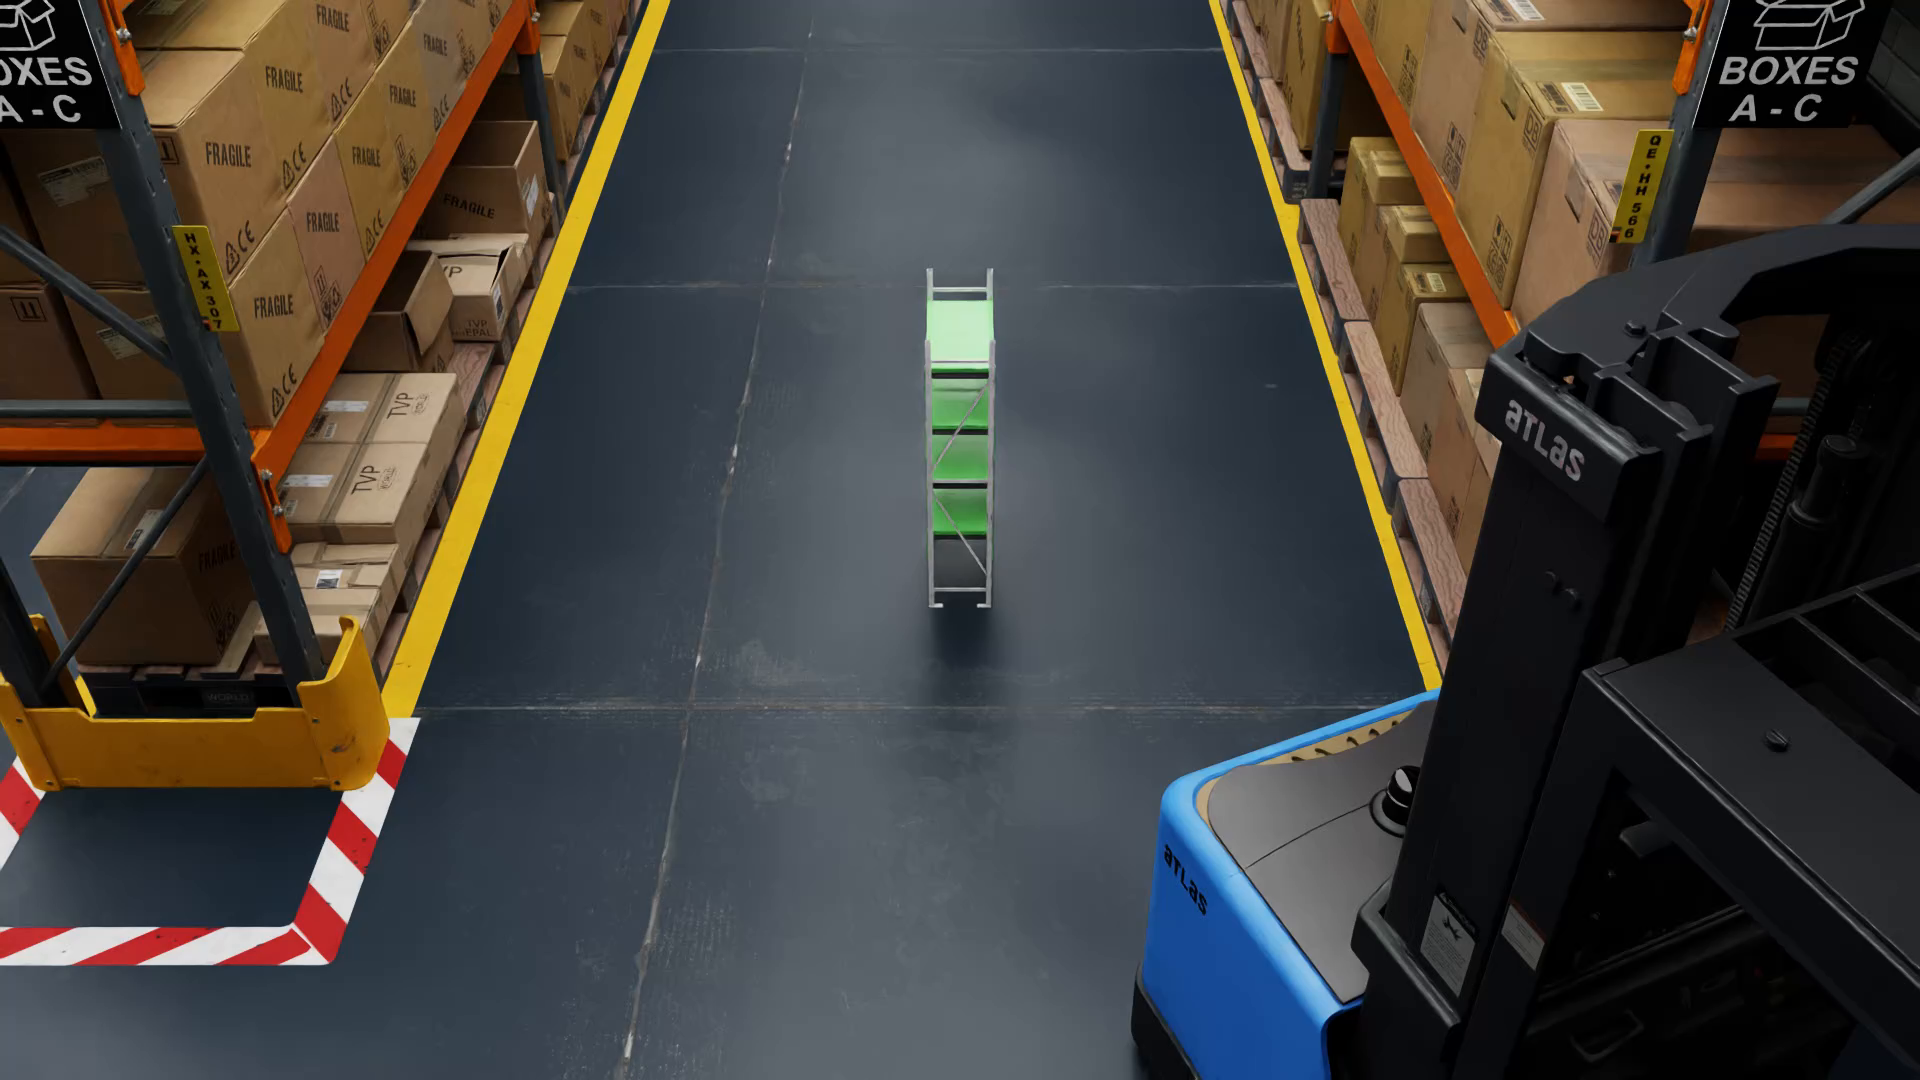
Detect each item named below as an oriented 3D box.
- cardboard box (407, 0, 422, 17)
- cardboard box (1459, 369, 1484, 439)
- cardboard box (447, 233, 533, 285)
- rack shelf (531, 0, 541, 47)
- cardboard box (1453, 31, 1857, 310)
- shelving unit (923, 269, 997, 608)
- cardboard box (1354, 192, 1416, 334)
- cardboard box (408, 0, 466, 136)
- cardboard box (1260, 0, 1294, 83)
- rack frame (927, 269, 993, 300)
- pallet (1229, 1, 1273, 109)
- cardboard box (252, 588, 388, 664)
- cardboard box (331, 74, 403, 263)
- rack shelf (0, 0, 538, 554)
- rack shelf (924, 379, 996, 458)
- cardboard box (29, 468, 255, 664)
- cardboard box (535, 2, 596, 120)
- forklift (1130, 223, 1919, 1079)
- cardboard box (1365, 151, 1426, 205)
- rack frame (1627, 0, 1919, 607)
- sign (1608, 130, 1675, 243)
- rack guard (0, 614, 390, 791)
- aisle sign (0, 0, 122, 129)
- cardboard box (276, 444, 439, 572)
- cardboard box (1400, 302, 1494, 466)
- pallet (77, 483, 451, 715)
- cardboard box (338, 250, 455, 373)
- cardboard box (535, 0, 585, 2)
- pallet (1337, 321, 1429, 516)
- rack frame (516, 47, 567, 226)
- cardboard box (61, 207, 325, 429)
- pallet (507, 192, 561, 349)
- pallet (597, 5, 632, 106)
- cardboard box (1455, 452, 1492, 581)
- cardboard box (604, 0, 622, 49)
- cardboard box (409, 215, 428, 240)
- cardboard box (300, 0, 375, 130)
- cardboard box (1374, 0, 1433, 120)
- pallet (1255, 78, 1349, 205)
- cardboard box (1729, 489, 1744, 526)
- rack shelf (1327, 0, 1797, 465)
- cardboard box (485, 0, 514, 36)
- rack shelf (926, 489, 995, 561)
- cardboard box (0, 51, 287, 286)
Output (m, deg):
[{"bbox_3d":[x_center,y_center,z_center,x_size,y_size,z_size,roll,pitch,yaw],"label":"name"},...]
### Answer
[{"bbox_3d":[-2.348,-2.353,6.408,0.500,0.500,0.500,0,39,0],"label":"cardboard box"},{"bbox_3d":[2.063,-0.499,6.118,0.380,0.149,0.250,1,39,1],"label":"cardboard box"},{"bbox_3d":[-2.267,-1.344,7.956,0.380,0.149,0.250,0,39,0],"label":"cardboard box"},{"bbox_3d":[-2.614,-3.845,9.724,1.077,0.370,4.000,0,39,0],"label":"rack shelf"},{"bbox_3d":[2.324,-1.270,5.697,0.980,0.700,0.700,0,39,0],"label":"cardboard box"},{"bbox_3d":[0.000,-0.365,6.246,0.258,1.200,0.503,0,39,0],"label":"shelving unit"},{"bbox_3d":[2.238,-1.287,7.621,0.700,0.500,0.500,0,39,-1],"label":"cardboard box"},{"bbox_3d":[-2.350,-1.958,6.715,0.500,0.500,0.500,1,39,1],"label":"cardboard box"},{"bbox_3d":[2.207,-3.168,9.688,0.750,0.750,0.750,1,39,1],"label":"cardboard box"},{"bbox_3d":[0.000,-0.517,6.436,0.240,1.200,0.015,0,39,0],"label":"rack frame"},{"bbox_3d":[2.262,-3.040,10.375,1.003,0.211,1.213,0,39,0],"label":"pallet"},{"bbox_3d":[-2.264,0.305,5.898,0.380,0.149,0.250,0,39,0],"label":"cardboard box"},{"bbox_3d":[-2.347,-1.327,5.927,0.500,0.500,0.500,0,39,0],"label":"cardboard box"},{"bbox_3d":[-2.609,-1.344,6.603,1.077,0.370,4.000,0,39,0],"label":"rack shelf"},{"bbox_3d":[0.000,-0.502,6.135,0.258,0.148,0.480,0,39,0],"label":"rack shelf"},{"bbox_3d":[-2.854,0.090,5.886,0.500,0.500,0.500,0,39,0],"label":"cardboard box"},{"bbox_3d":[-2.380,-2.707,9.377,0.500,0.500,0.500,0,39,1],"label":"cardboard box"},{"bbox_3d":[1.562,1.035,3.115,1.130,2.935,3.031,-16,41,-19],"label":"forklift"},{"bbox_3d":[2.058,-1.640,7.543,0.380,0.149,0.250,1,39,1],"label":"cardboard box"},{"bbox_3d":[2.347,-0.379,4.825,1.000,3.000,0.127,0,39,0],"label":"rack frame"},{"bbox_3d":[1.804,-0.932,4.399,0.100,0.325,0.005,0,39,0],"label":"sign"},{"bbox_3d":[-2.607,0.554,5.658,1.175,0.500,0.348,0,39,0],"label":"rack guard"},{"bbox_3d":[-2.313,-1.346,3.952,0.394,0.787,0.004,0,39,0],"label":"aisle sign"},{"bbox_3d":[-2.324,-0.125,6.354,0.500,0.250,0.500,0,39,0],"label":"cardboard box"},{"bbox_3d":[2.244,-0.633,6.804,0.700,0.500,0.500,-1,39,-2],"label":"cardboard box"},{"bbox_3d":[-2.609,0.169,6.371,1.003,0.211,1.213,0,39,0],"label":"pallet"},{"bbox_3d":[-2.604,-0.898,7.116,0.797,0.503,0.637,0,39,0],"label":"cardboard box"},{"bbox_3d":[-2.370,-3.292,9.506,0.500,0.250,0.500,0,39,0],"label":"cardboard box"},{"bbox_3d":[2.269,-0.552,7.270,1.003,0.211,1.213,0,39,0],"label":"pallet"},{"bbox_3d":[-2.612,-2.875,7.939,1.000,3.000,0.127,0,39,0],"label":"rack frame"},{"bbox_3d":[-2.344,-0.690,5.133,0.500,0.500,0.500,1,39,1],"label":"cardboard box"},{"bbox_3d":[-2.612,-1.357,8.275,1.003,0.211,1.213,0,39,0],"label":"pallet"},{"bbox_3d":[-2.655,-3.060,10.400,1.003,0.211,1.213,0,39,0],"label":"pallet"},{"bbox_3d":[2.246,-0.006,6.021,0.700,0.500,0.500,0,39,0],"label":"cardboard box"},{"bbox_3d":[-2.373,-3.336,10.161,0.500,0.500,0.500,-1,39,-2],"label":"cardboard box"},{"bbox_3d":[-2.827,-1.735,8.314,0.500,0.311,0.500,0,39,0],"label":"cardboard box"},{"bbox_3d":[-2.348,-1.720,5.618,0.500,0.500,0.500,0,39,1],"label":"cardboard box"},{"bbox_3d":[2.322,-2.202,6.859,0.980,0.700,0.700,-1,39,-1],"label":"cardboard box"},{"bbox_3d":[2.266,-2.275,9.420,1.003,0.211,1.213,0,39,0],"label":"pallet"},{"bbox_3d":[2.446,-0.181,5.721,0.380,0.149,0.250,0,39,0],"label":"cardboard box"},{"bbox_3d":[2.344,-1.349,6.610,1.077,0.370,4.000,0,39,0],"label":"rack shelf"},{"bbox_3d":[-2.354,-2.602,7.518,0.500,0.500,0.500,1,39,1],"label":"cardboard box"},{"bbox_3d":[0.000,-0.128,6.436,0.258,0.148,0.480,0,39,0],"label":"rack shelf"},{"bbox_3d":[-2.344,-1.080,4.820,0.500,0.500,0.500,1,39,1],"label":"cardboard box"}]
